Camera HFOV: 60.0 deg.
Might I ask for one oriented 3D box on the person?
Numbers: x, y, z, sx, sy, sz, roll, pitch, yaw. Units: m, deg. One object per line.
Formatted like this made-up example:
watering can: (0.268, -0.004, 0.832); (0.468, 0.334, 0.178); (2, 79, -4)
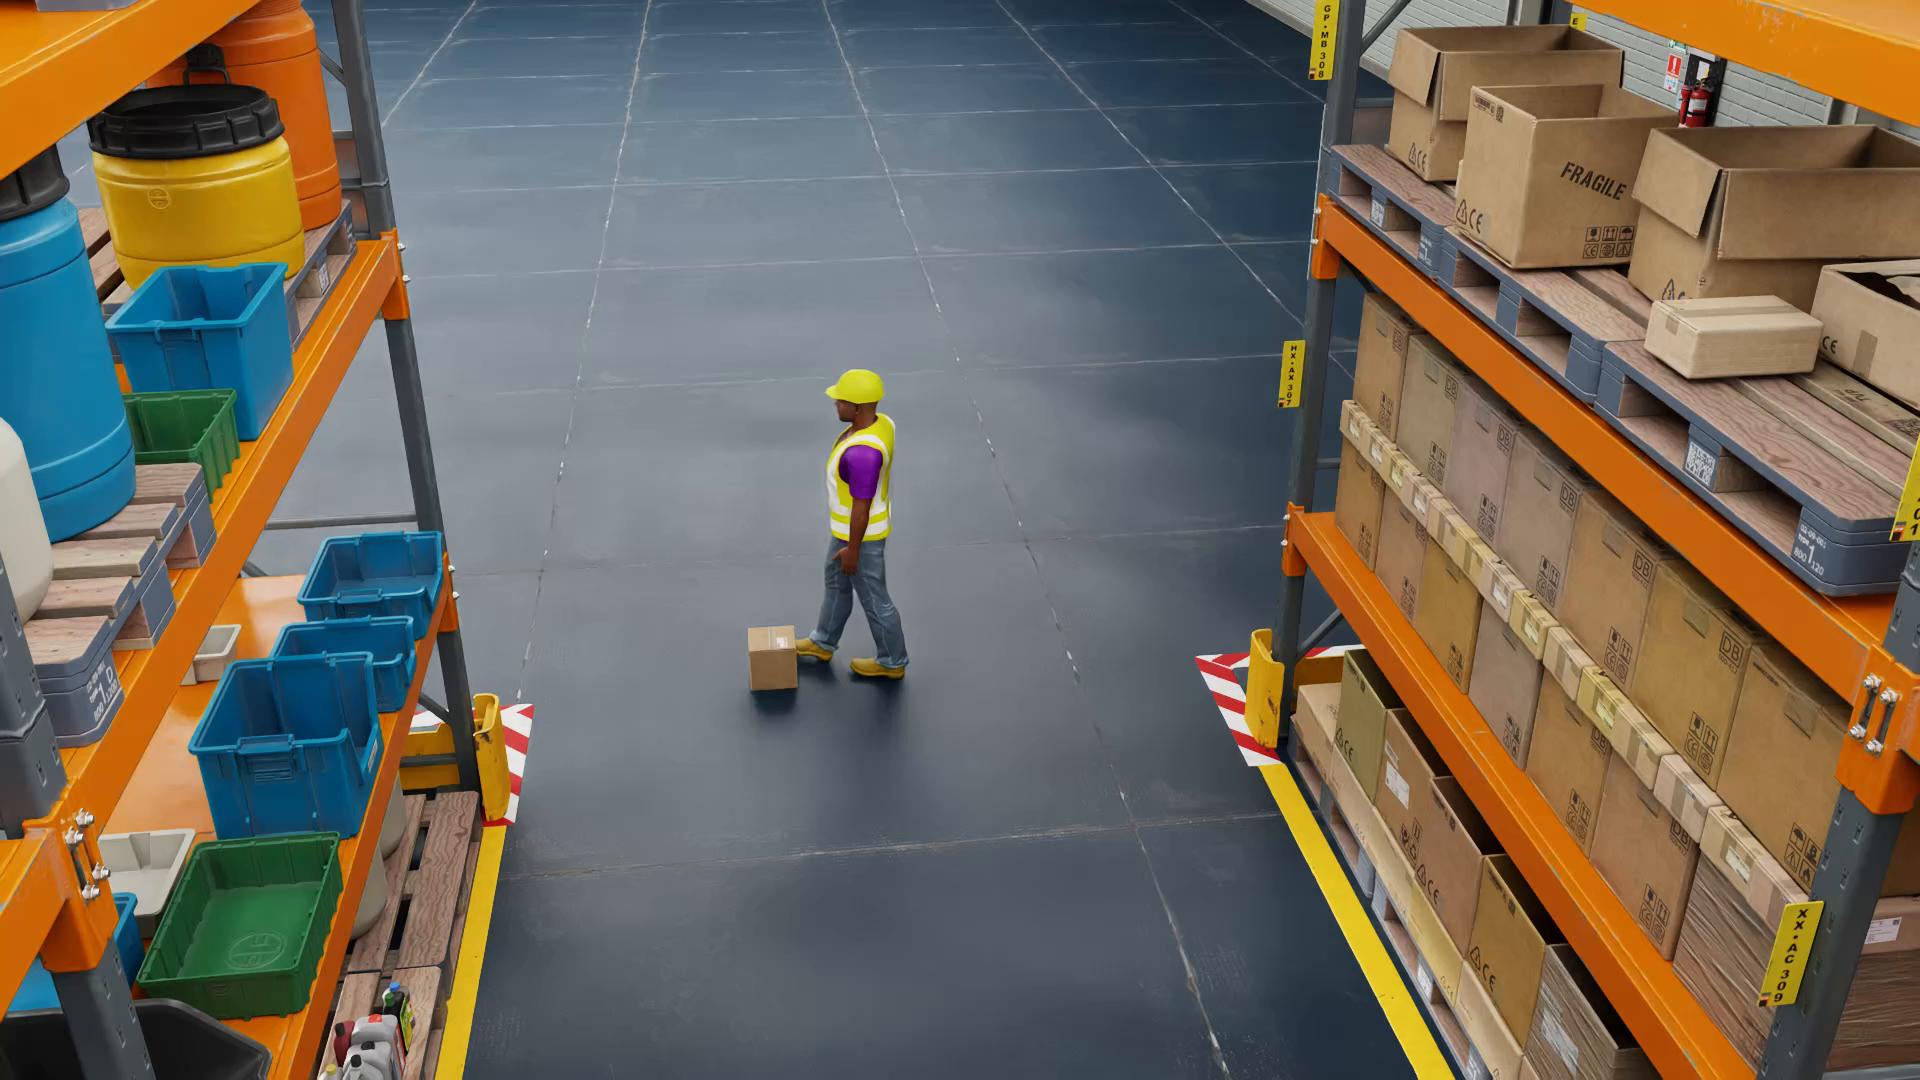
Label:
person: (-0.643, -0.073, 8.731); (0.729, 1.753, 0.577); (0, 27, 0)
